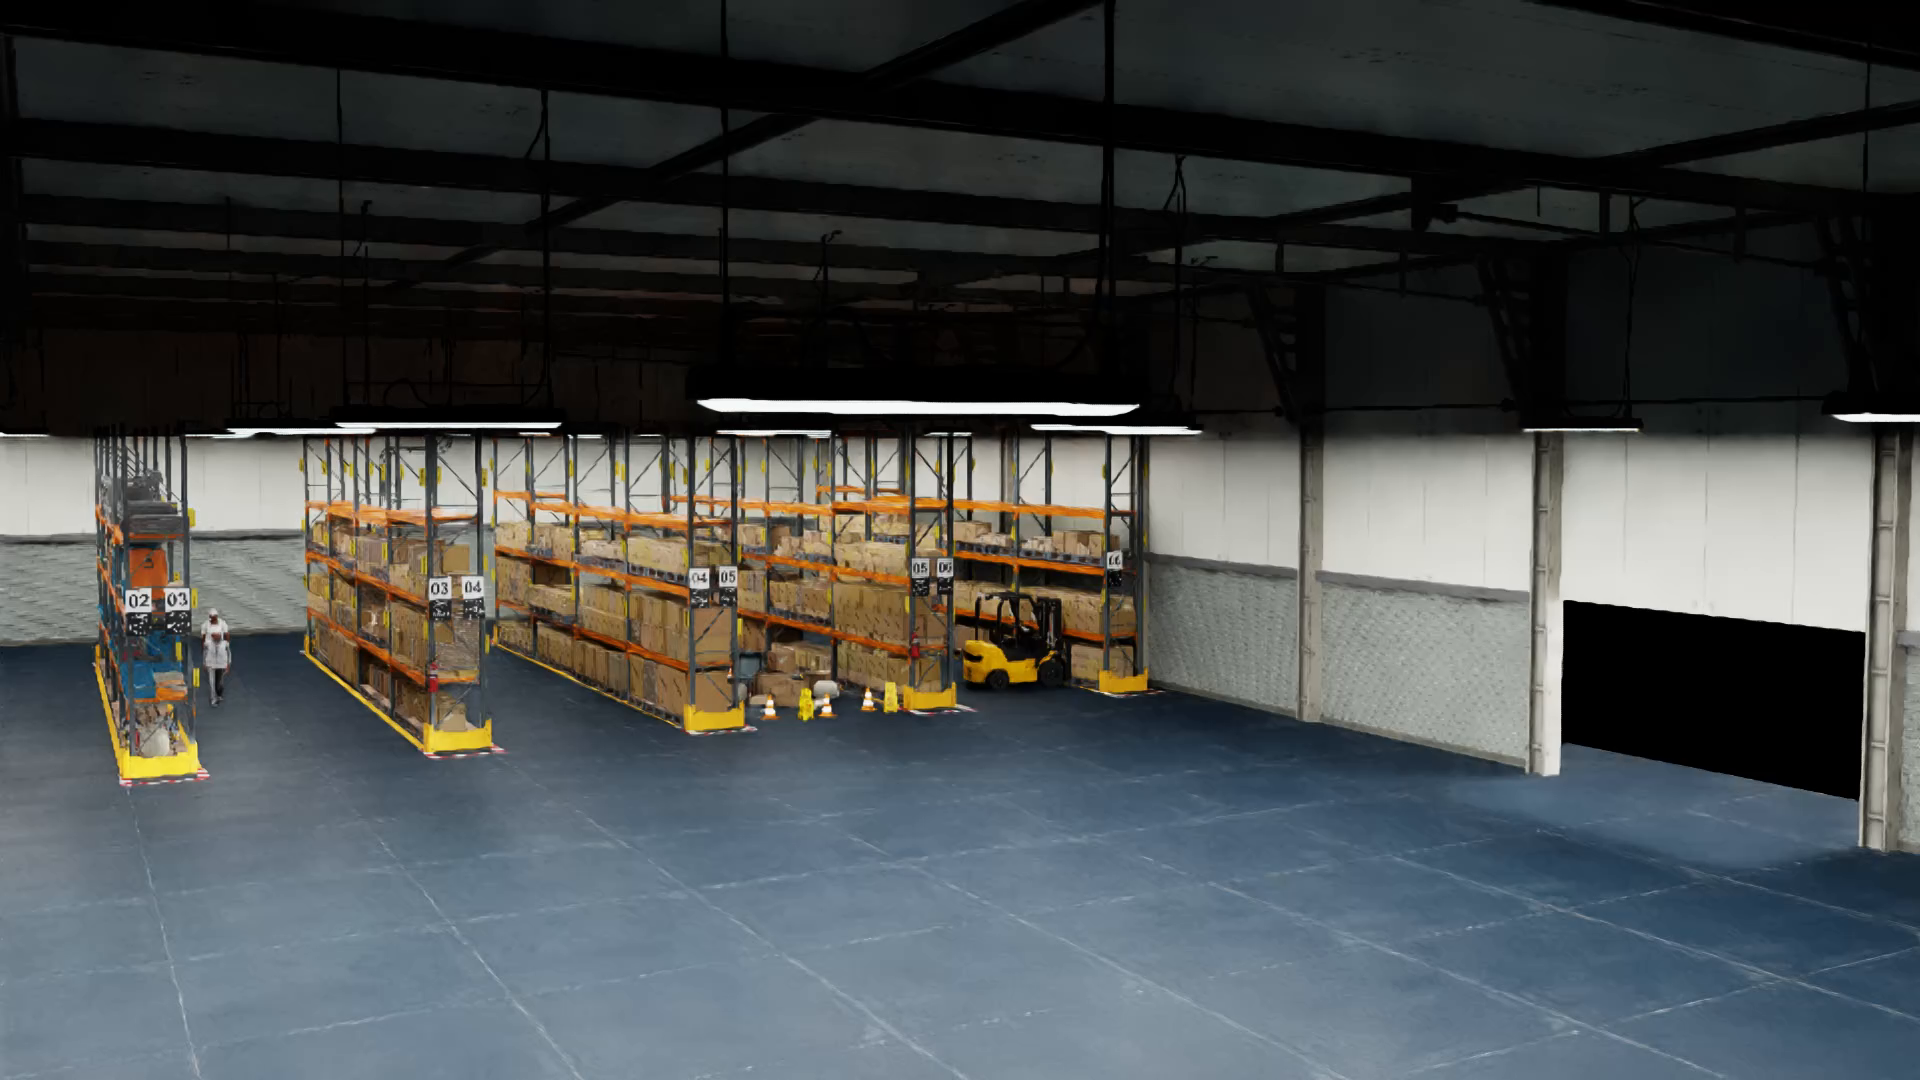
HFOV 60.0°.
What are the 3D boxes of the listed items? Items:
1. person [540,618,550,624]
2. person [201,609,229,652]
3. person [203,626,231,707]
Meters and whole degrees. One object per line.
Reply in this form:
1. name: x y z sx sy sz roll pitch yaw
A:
1. person: -12.653 1.884 50.387 0.476 1.592 0.492 1 4 10
2. person: -17.678 2.476 39.495 0.591 1.716 1.042 -2 4 -30
3. person: -15.995 2.693 35.830 0.543 1.700 1.119 -2 4 -31
